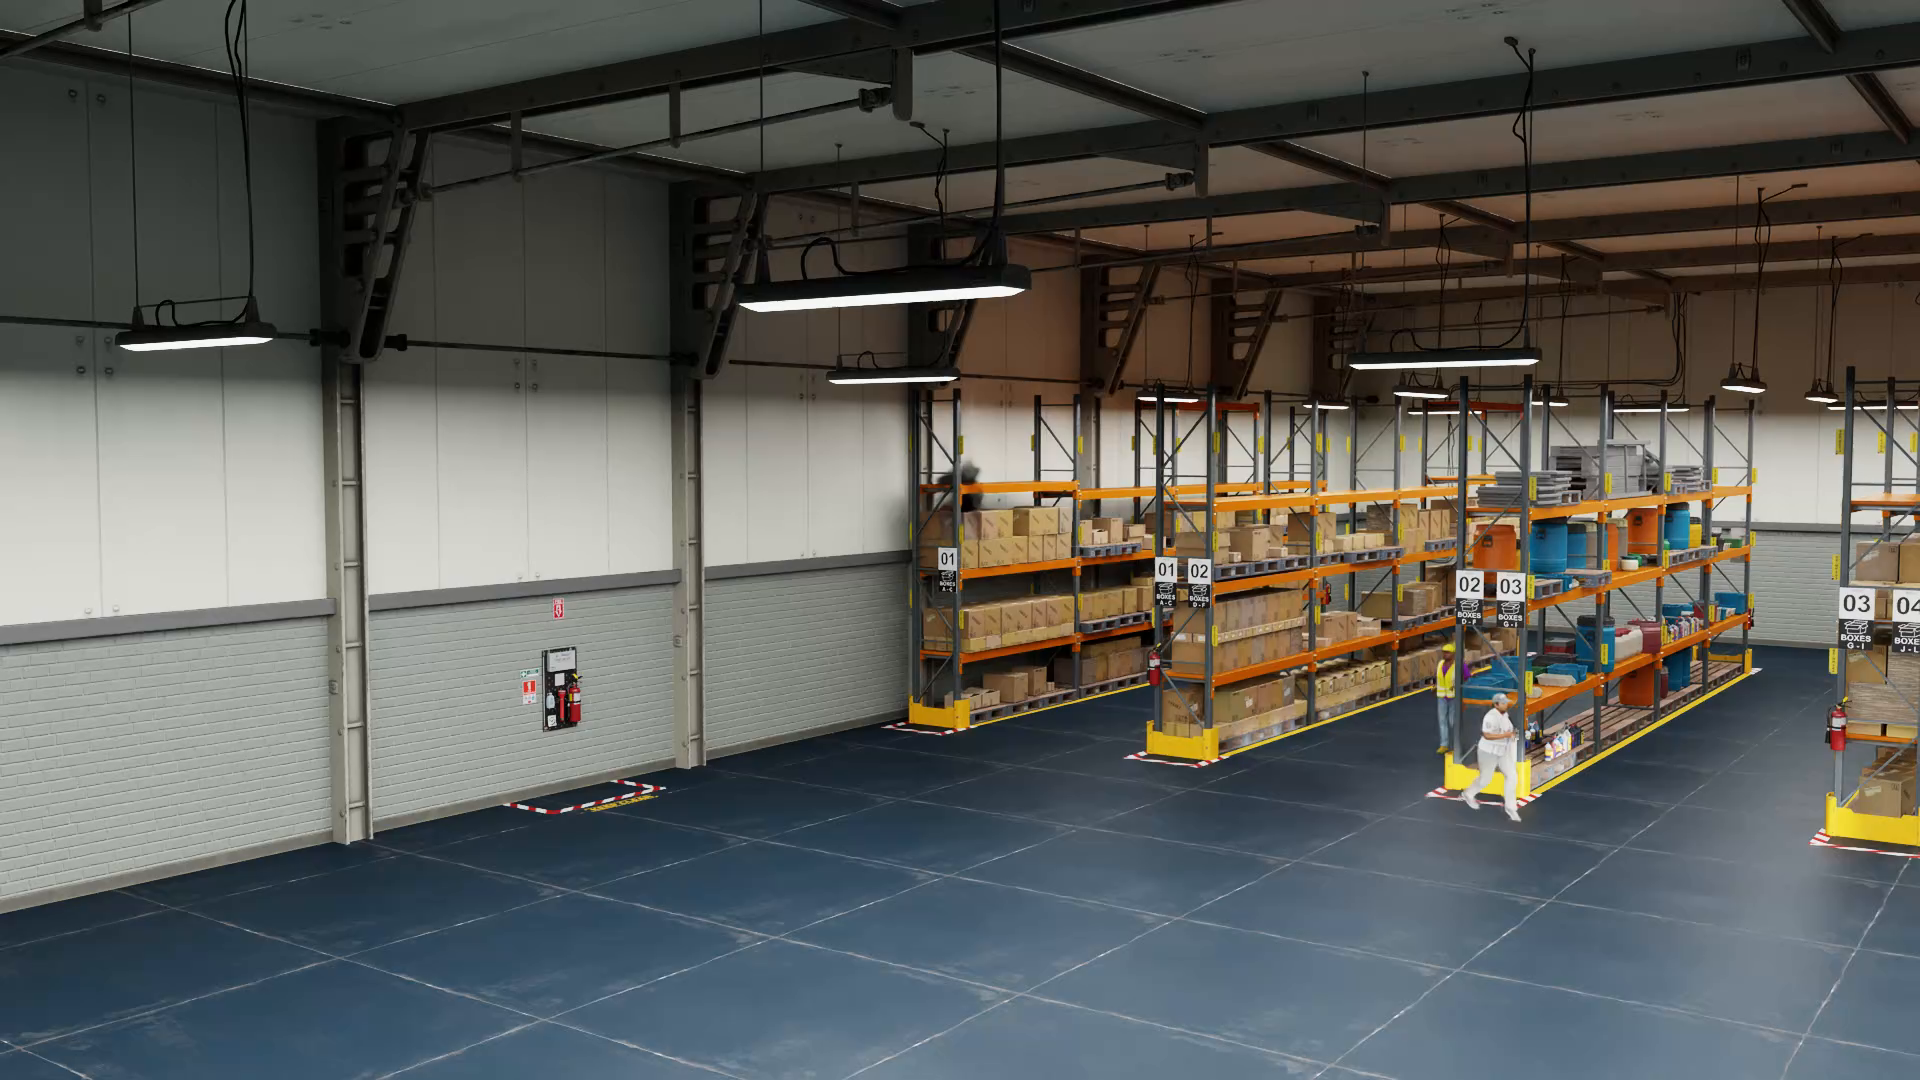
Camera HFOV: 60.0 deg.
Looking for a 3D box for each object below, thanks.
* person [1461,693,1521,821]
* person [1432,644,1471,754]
[{"bbox_3d":[7.171,2.912,22.430,0.603,1.730,0.888,-2,4,-34],"label":"person"},{"bbox_3d":[8.026,2.583,27.160,0.689,1.766,0.852,3,4,41],"label":"person"}]
